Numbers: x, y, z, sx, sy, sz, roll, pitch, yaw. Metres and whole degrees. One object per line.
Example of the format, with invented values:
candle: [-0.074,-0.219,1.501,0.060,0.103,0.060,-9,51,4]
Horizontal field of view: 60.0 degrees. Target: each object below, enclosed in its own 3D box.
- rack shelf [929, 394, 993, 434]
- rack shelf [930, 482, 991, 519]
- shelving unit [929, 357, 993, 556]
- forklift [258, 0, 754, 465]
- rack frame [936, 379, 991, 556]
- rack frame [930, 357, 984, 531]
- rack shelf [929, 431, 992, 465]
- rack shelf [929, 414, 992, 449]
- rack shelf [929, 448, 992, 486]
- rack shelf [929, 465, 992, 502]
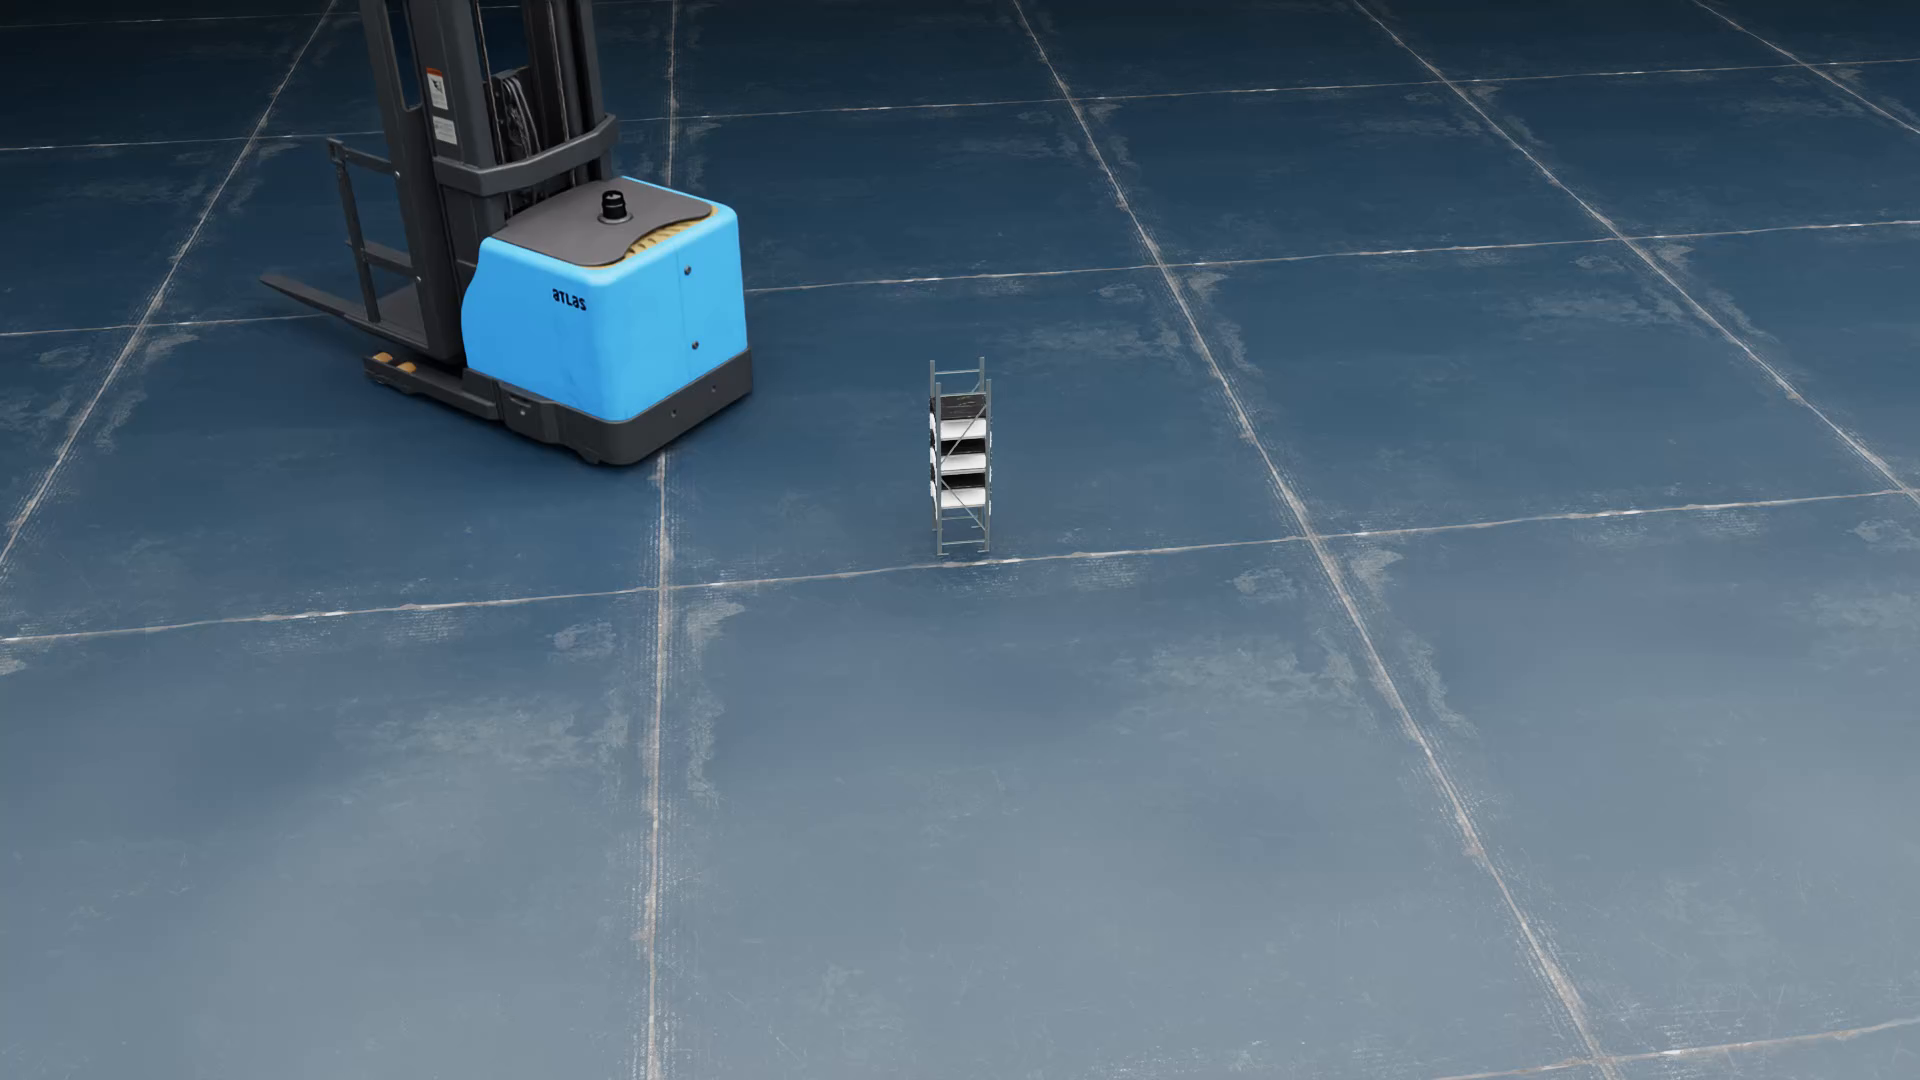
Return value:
rack shelf: [0.001,-0.563,7.357,0.258,0.077,0.200,-4,35,-6]
rack shelf: [0.001,-0.191,7.610,0.258,0.077,0.200,-4,35,-6]
shelving unit: [0.001,-0.367,7.490,0.258,0.900,0.210,-4,35,-6]
forklift: [-2.601,-2.217,8.401,3.031,2.935,1.130,21,39,28]
rack frame: [0.015,-0.311,7.407,0.240,0.900,0.006,-4,35,-6]
rack frame: [-0.013,-0.424,7.573,0.240,0.900,0.006,-4,35,-6]
rack shelf: [0.001,-0.414,7.458,0.258,0.077,0.200,-4,35,-6]
rack shelf: [0.001,-0.489,7.407,0.258,0.077,0.200,-4,35,-6]
rack shelf: [0.001,-0.340,7.509,0.258,0.077,0.200,-4,35,-6]
rack shelf: [0.001,-0.265,7.559,0.258,0.077,0.200,-4,35,-6]
